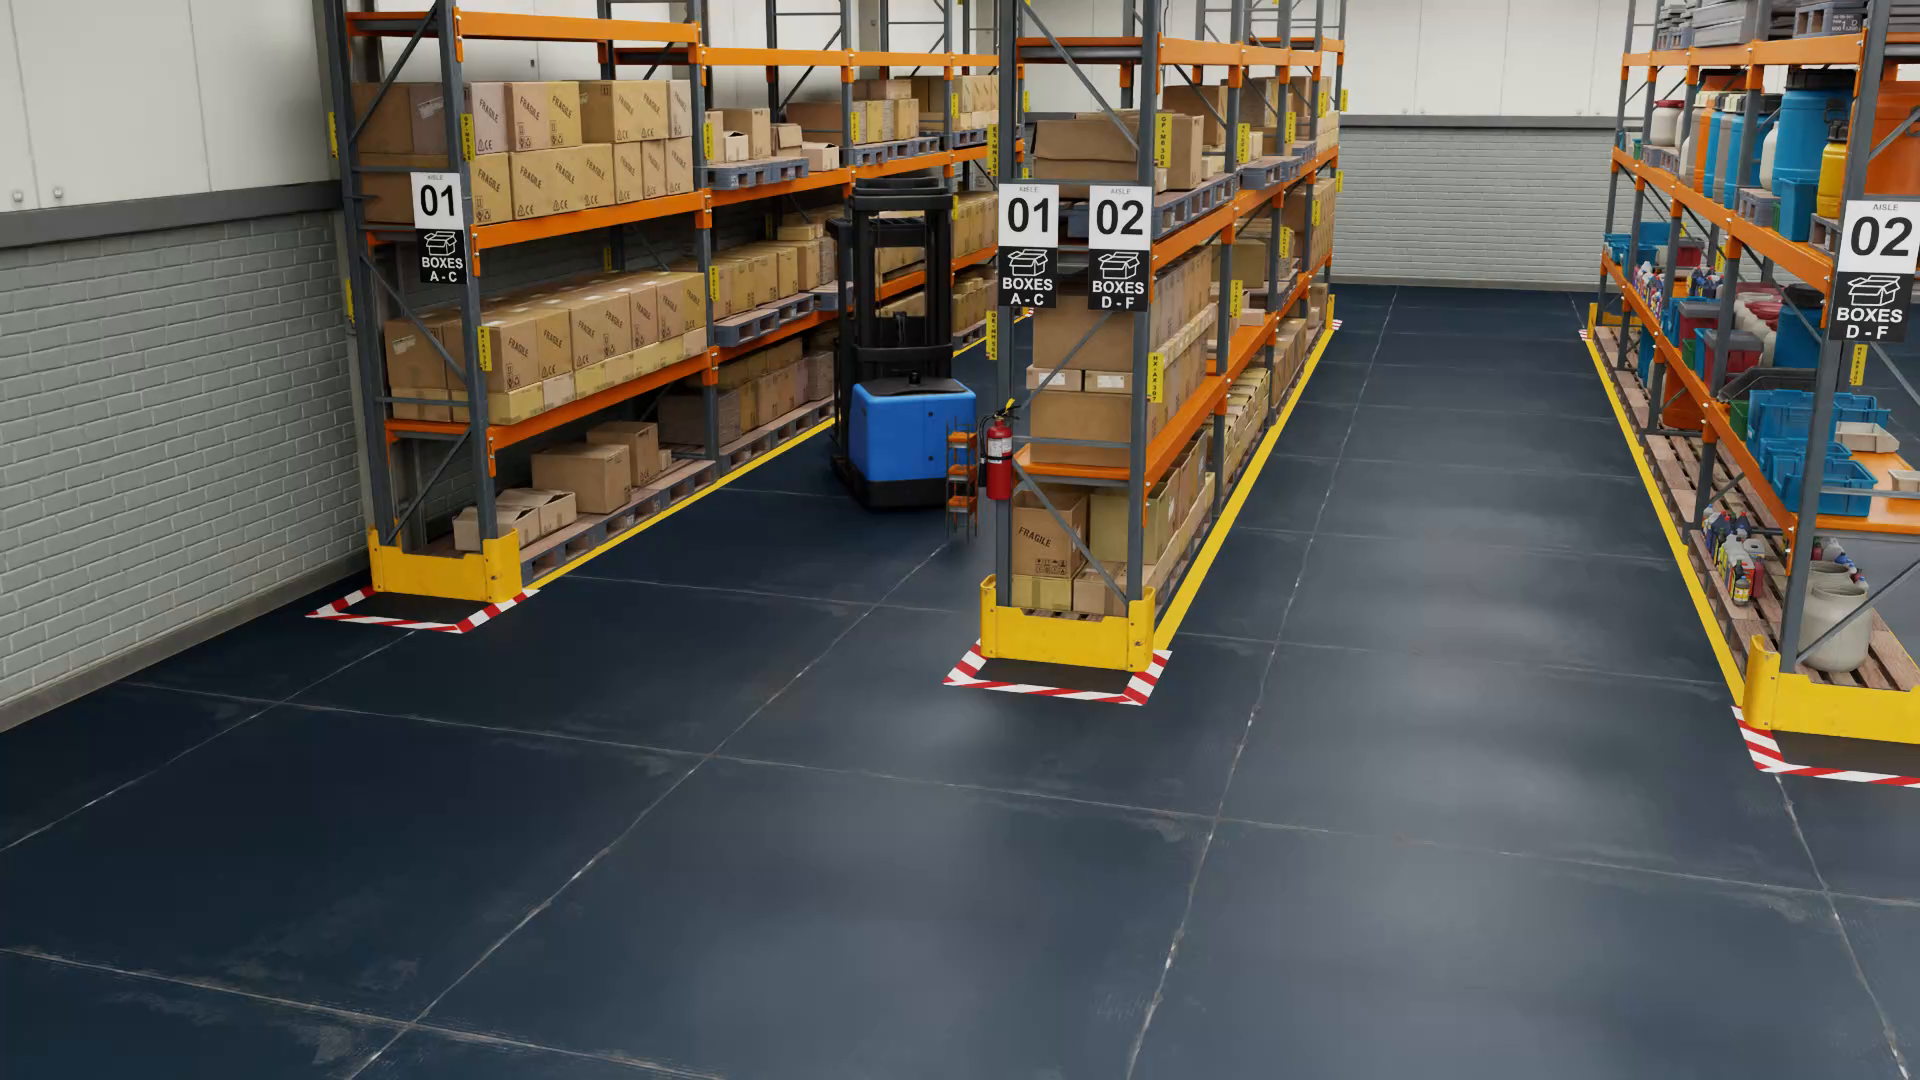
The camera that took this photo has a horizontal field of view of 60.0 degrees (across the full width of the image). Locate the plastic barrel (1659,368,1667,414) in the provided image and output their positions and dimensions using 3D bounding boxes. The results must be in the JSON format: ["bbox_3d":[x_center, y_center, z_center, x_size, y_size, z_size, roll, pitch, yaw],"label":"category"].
[{"bbox_3d":[7.960,-1.643,18.414,0.421,0.512,0.421,0,16,0],"label":"plastic barrel"}]

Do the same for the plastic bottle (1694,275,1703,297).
[{"bbox_3d":[8.725,-2.987,19.601,0.097,0.271,0.097,0,16,0],"label":"plastic bottle"}]

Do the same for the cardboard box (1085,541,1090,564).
[{"bbox_3d":[0.740,0.180,12.467,0.500,0.250,0.500,5,16,16],"label":"cardboard box"}]

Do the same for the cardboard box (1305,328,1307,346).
[{"bbox_3d":[4.478,-2.796,22.813,0.500,0.311,0.500,5,16,16],"label":"cardboard box"}]

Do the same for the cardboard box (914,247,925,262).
[{"bbox_3d":[-0.776,-3.964,22.043,0.500,0.500,0.500,5,16,16],"label":"cardboard box"}]

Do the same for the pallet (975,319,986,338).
[{"bbox_3d":[0.036,-3.340,25.718,1.003,0.211,1.213,5,16,16],"label":"pallet"}]

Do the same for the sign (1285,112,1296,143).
[{"bbox_3d":[3.544,-4.424,17.838,0.100,0.325,0.005,5,16,16],"label":"sign"}]

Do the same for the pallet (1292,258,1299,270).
[{"bbox_3d":[3.819,-3.492,21.497,1.003,0.211,1.213,5,16,16],"label":"pallet"}]

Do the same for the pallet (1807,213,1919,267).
[{"bbox_3d":[5.818,-1.822,10.104,1.003,0.211,1.213,5,16,16],"label":"pallet"}]

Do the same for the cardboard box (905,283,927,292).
[{"bbox_3d":[-0.660,-3.156,23.130,0.750,0.750,0.750,5,17,17],"label":"cardboard box"}]

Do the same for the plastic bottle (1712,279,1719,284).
[{"bbox_3d":[8.746,-2.889,19.245,0.152,0.276,0.135,5,16,16],"label":"plastic bottle"}]

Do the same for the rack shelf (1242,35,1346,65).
[{"bbox_3d":[4.719,-6.847,23.303,1.077,0.370,4.000,5,16,16],"label":"rack shelf"}]

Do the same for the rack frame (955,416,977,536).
[{"bbox_3d":[0.050,-0.551,14.348,0.200,1.050,0.008,5,16,16],"label":"rack frame"}]

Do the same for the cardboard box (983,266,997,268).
[{"bbox_3d":[0.572,-4.288,26.572,0.380,0.149,0.250,4,16,15],"label":"cardboard box"}]

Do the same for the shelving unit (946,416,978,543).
[{"bbox_3d":[0.015,-0.519,14.235,0.215,1.050,0.252,5,16,16],"label":"shelving unit"}]

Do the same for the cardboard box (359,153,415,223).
[{"bbox_3d":[-4.134,-2.659,12.489,0.500,0.500,0.500,6,17,20],"label":"cardboard box"}]

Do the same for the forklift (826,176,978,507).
[{"bbox_3d":[-0.685,-2.067,16.245,1.130,2.935,3.031,-4,16,-13],"label":"forklift"}]

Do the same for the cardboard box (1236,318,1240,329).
[{"bbox_3d":[2.706,-2.280,17.331,0.380,0.149,0.250,6,17,20],"label":"cardboard box"}]

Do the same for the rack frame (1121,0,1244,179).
[{"bbox_3d":[1.877,-4.578,13.980,1.000,3.000,0.127,5,16,16],"label":"rack frame"}]

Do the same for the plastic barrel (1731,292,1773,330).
[{"bbox_3d":[7.675,-2.122,16.108,0.421,0.512,0.421,0,16,0],"label":"plastic barrel"}]

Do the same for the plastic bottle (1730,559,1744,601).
[{"bbox_3d":[5.606,0.288,11.989,0.061,0.283,0.133,5,17,17],"label":"plastic bottle"}]

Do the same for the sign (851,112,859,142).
[{"bbox_3d":[-1.217,-4.771,19.209,0.100,0.325,0.005,5,16,16],"label":"sign"}]

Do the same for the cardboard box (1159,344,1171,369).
[{"bbox_3d":[1.351,-1.362,12.263,0.380,0.149,0.250,4,16,14],"label":"cardboard box"}]

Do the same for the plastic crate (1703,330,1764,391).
[{"bbox_3d":[6.470,-1.488,13.963,0.402,0.464,0.583,5,16,16],"label":"plastic crate"}]

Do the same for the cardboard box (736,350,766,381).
[{"bbox_3d":[-2.414,-1.891,17.900,0.500,0.250,0.500,4,16,14],"label":"cardboard box"}]

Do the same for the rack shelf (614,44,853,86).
[{"bbox_3d":[-2.305,-4.946,17.329,1.077,0.370,4.000,5,16,16],"label":"rack shelf"}]

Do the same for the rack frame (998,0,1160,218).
[{"bbox_3d":[0.741,-3.532,10.291,1.000,3.000,0.127,5,16,16],"label":"rack frame"}]

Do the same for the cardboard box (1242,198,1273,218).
[{"bbox_3d":[4.046,-4.467,22.565,0.500,0.500,0.500,5,17,16],"label":"cardboard box"}]

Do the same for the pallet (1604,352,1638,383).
[{"bbox_3d":[9.071,-2.254,21.890,1.003,0.211,1.213,5,16,16],"label":"pallet"}]

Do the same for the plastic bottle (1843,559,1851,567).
[{"bbox_3d":[6.429,0.274,12.059,0.097,0.271,0.097,0,16,0],"label":"plastic bottle"}]

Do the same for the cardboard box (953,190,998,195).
[{"bbox_3d":[0.402,-5.225,26.704,0.980,0.700,0.700,5,17,18],"label":"cardboard box"}]

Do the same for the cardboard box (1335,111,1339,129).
[{"bbox_3d":[5.386,-6.289,24.867,0.500,0.250,0.500,5,16,16],"label":"cardboard box"}]

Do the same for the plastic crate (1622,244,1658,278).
[{"bbox_3d":[8.705,-3.570,21.338,0.392,0.384,0.575,5,16,16],"label":"plastic crate"}]

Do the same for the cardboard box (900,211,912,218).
[{"bbox_3d":[-0.931,-4.188,21.459,0.500,0.250,0.500,4,16,15],"label":"cardboard box"}]

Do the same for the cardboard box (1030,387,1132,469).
[{"bbox_3d":[0.886,-0.815,11.523,0.700,0.500,0.500,5,16,16],"label":"cardboard box"}]

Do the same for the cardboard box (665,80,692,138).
[{"bbox_3d":[-2.755,-3.905,15.051,0.500,0.500,0.500,3,16,11],"label":"cardboard box"}]

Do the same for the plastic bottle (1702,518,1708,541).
[{"bbox_3d":[6.086,-0.097,13.495,0.097,0.201,0.097,0,16,0],"label":"plastic bottle"}]

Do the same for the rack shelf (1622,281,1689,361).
[{"bbox_3d":[8.331,-2.531,19.074,1.077,0.370,4.000,5,16,16],"label":"rack shelf"}]

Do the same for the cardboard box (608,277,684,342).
[{"bbox_3d":[-2.847,-2.095,15.083,0.500,0.500,0.500,5,16,16],"label":"cardboard box"}]

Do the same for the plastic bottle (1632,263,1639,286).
[{"bbox_3d":[8.386,-3.281,20.614,0.061,0.283,0.133,5,16,16],"label":"plastic bottle"}]

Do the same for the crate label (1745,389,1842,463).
[{"bbox_3d":[5.752,-0.780,11.518,0.502,0.435,0.616,5,16,16],"label":"crate label"}]

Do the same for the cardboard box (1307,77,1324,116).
[{"bbox_3d":[4.530,-6.008,22.500,0.700,0.500,0.500,5,16,16],"label":"cardboard box"}]

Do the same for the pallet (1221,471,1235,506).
[{"bbox_3d":[2.049,-0.547,15.870,1.003,0.211,1.213,5,16,16],"label":"pallet"}]

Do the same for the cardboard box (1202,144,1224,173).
[{"bbox_3d":[2.062,-3.426,14.918,0.500,0.250,0.500,6,17,22],"label":"cardboard box"}]

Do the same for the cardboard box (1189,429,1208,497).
[{"bbox_3d":[1.802,-0.664,14.069,0.500,0.500,0.500,5,16,16],"label":"cardboard box"}]

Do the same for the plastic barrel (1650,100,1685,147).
[{"bbox_3d":[8.509,-4.992,19.918,0.433,0.535,0.433,0,16,0],"label":"plastic barrel"}]

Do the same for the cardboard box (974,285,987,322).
[{"bbox_3d":[0.005,-3.621,25.410,0.700,0.500,0.500,5,17,17],"label":"cardboard box"}]

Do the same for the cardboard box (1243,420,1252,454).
[{"bbox_3d":[2.666,-1.060,16.840,0.500,0.250,0.500,5,17,17],"label":"cardboard box"}]

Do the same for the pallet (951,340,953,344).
[{"bbox_3d":[-0.747,-2.619,23.177,1.003,0.211,1.213,5,16,16],"label":"pallet"}]

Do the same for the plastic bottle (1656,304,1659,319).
[{"bbox_3d":[7.584,-2.486,17.962,0.097,0.201,0.097,0,16,0],"label":"plastic bottle"}]

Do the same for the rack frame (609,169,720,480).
[{"bbox_3d":[-2.873,-2.075,16.150,1.000,3.000,0.127,5,16,16],"label":"rack frame"}]

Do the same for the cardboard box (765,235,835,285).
[{"bbox_3d":[-1.860,-3.258,19.329,0.700,0.500,0.500,3,16,9],"label":"cardboard box"}]

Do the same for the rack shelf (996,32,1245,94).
[{"bbox_3d":[1.309,-3.517,12.288,1.077,0.370,4.000,5,16,16],"label":"rack shelf"}]

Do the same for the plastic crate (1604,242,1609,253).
[{"bbox_3d":[9.479,-4.232,24.127,0.250,0.136,0.298,5,16,16],"label":"plastic crate"}]

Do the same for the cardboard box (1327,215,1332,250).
[{"bbox_3d":[5.277,-4.606,24.887,0.500,0.500,0.500,5,17,16],"label":"cardboard box"}]

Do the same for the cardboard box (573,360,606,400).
[{"bbox_3d":[-3.282,-1.339,13.792,0.500,0.250,0.500,4,16,15],"label":"cardboard box"}]
